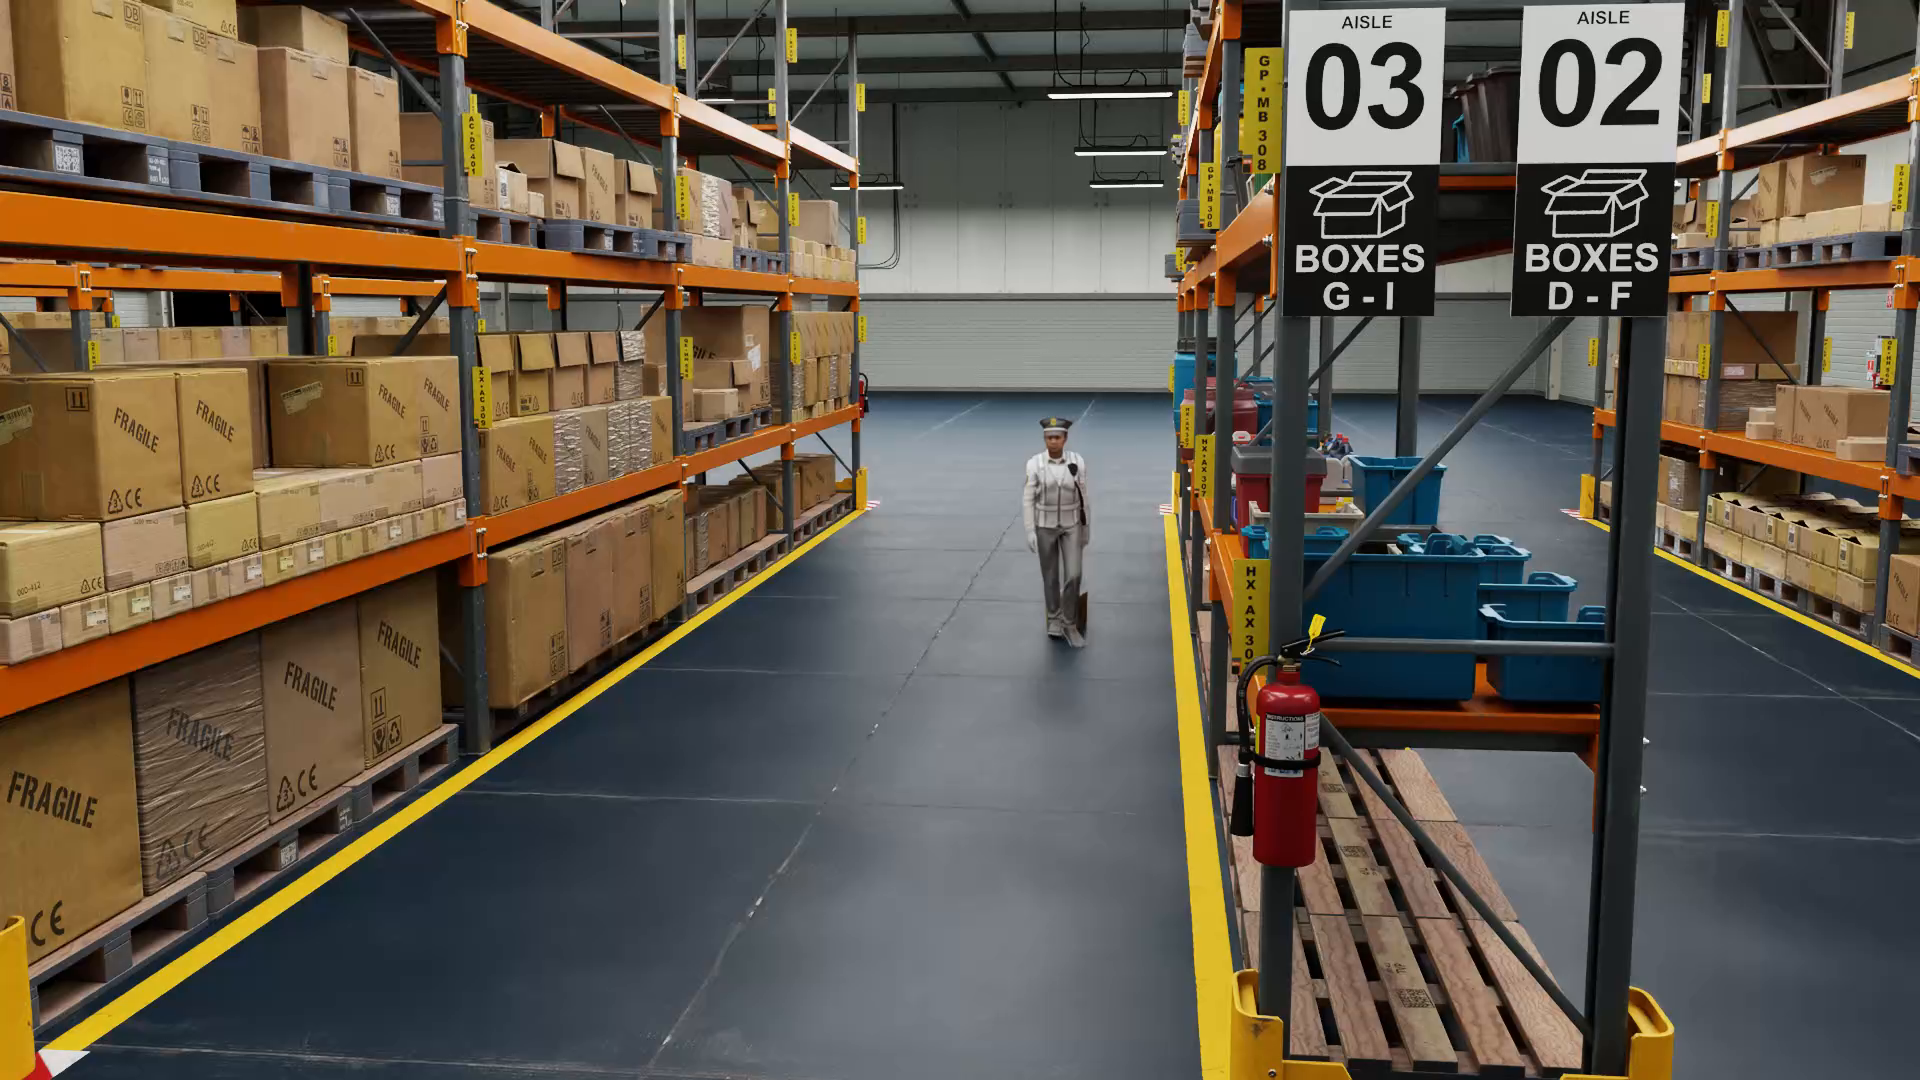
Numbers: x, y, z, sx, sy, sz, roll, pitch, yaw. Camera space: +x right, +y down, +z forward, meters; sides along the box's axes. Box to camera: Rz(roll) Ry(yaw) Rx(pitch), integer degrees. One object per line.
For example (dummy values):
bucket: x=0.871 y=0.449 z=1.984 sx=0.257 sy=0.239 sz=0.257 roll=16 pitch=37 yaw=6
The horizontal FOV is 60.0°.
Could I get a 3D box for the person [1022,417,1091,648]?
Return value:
person: x=0.713 y=-0.066 z=12.296 sx=0.512 sy=1.708 sz=0.536 roll=0 pitch=8 yaw=3
